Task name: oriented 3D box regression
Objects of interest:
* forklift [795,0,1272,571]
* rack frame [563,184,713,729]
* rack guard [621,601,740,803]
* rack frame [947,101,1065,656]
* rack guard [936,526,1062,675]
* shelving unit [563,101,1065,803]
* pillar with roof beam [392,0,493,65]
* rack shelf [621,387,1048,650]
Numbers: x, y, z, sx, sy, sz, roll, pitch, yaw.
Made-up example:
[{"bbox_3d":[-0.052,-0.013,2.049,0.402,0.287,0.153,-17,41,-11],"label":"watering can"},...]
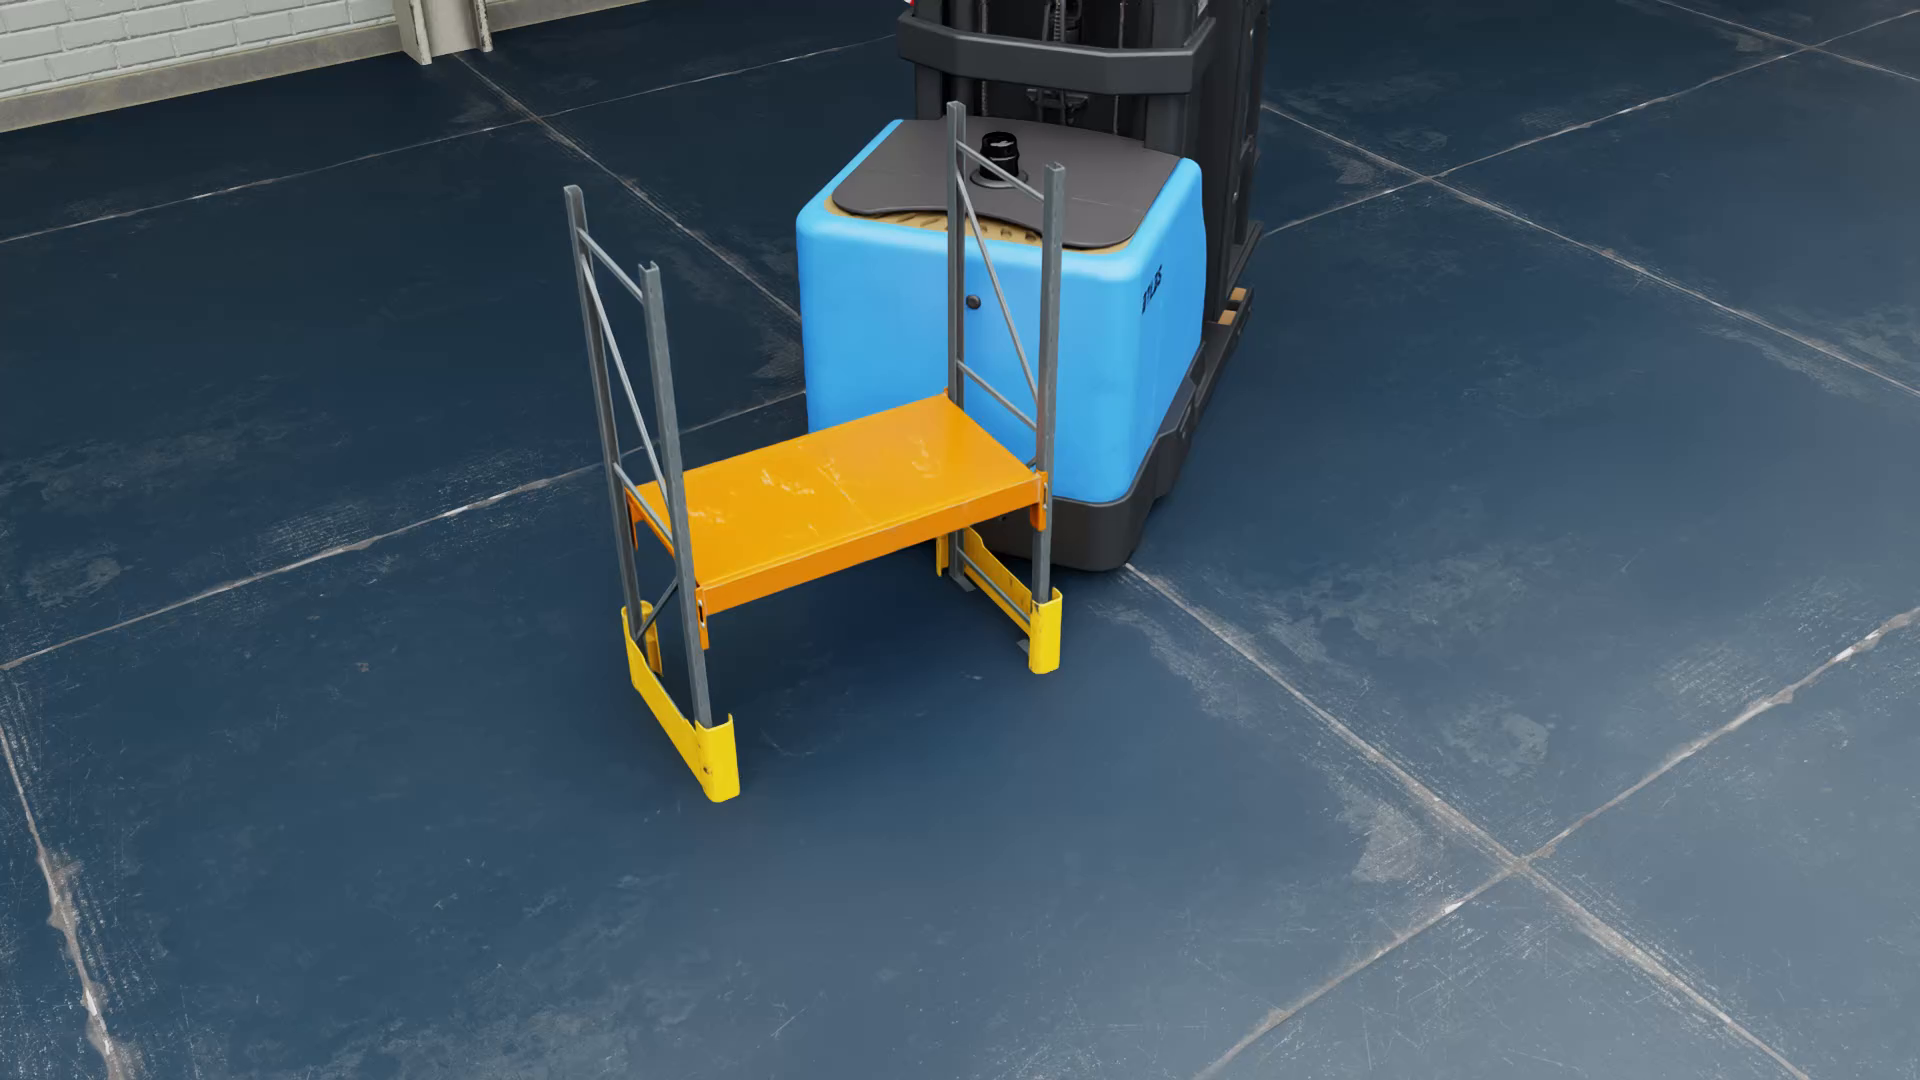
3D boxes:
[{"bbox_3d":[0.485,-1.955,5.458,1.130,2.935,3.031,12,37,16],"label":"forklift"},{"bbox_3d":[-0.767,-0.078,4.073,0.032,1.500,0.500,-19,40,-25],"label":"rack frame"},{"bbox_3d":[-0.751,0.424,4.446,0.087,0.250,0.587,-19,40,-25],"label":"rack guard"},{"bbox_3d":[0.106,-0.381,4.496,0.032,1.500,0.500,-19,40,-25],"label":"rack frame"},{"bbox_3d":[0.105,0.126,4.860,0.087,0.250,0.587,-19,40,-25],"label":"rack guard"},{"bbox_3d":[-0.323,-0.232,4.288,1.083,1.500,0.587,-19,40,-25],"label":"shelving unit"},{"bbox_3d":[-0.264,-4.225,3.417,0.400,9.000,9.100,-22,41,-28],"label":"pillar with roof beam"},{"bbox_3d":[-0.330,-0.083,4.390,1.000,0.185,0.538,-19,40,-25],"label":"rack shelf"}]
